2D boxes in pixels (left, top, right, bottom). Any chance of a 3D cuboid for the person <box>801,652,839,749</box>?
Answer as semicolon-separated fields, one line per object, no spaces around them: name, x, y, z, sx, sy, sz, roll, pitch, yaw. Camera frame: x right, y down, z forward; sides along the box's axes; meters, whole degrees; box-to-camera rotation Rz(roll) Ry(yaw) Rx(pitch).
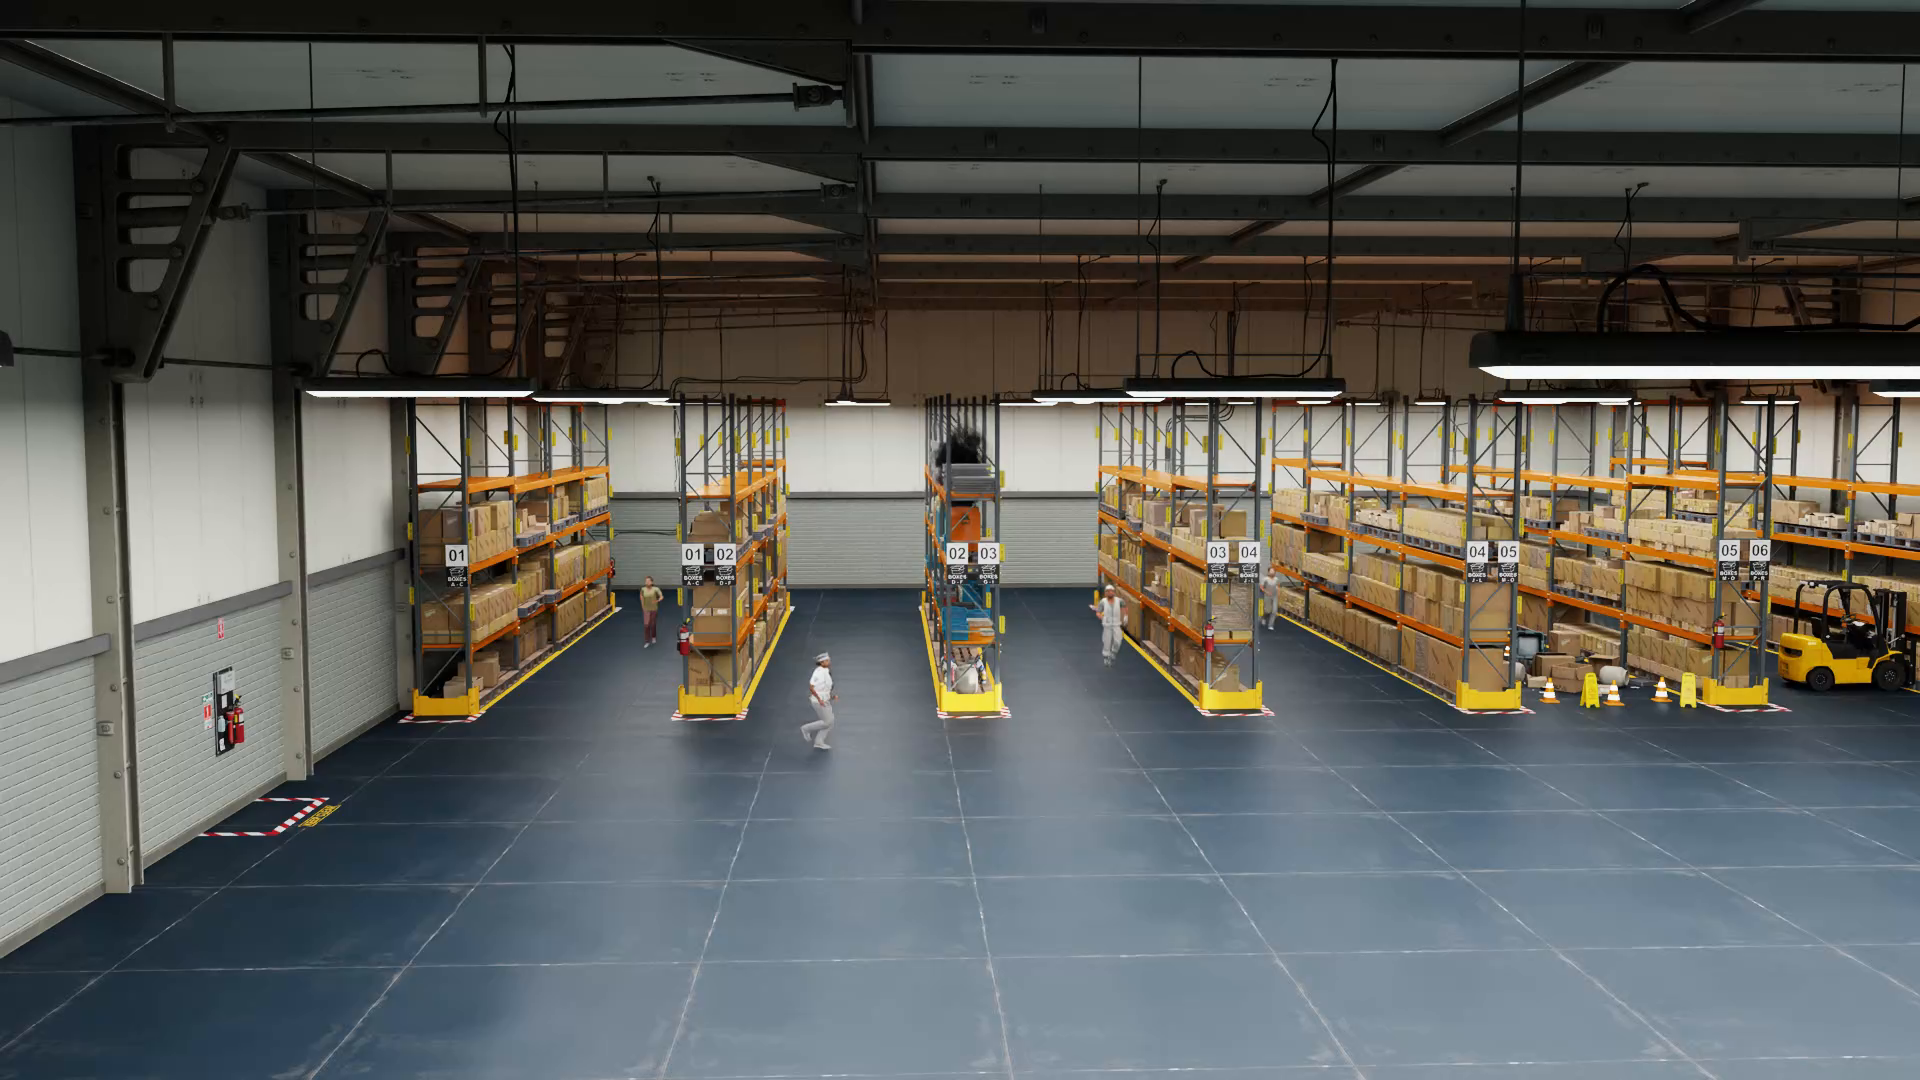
person;-2.363;2.699;28.010;0.593;1.646;0.558;1;5;13

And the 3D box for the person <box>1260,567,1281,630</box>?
person;8.047;1.504;43.102;0.563;1.628;0.639;-1;5;-11

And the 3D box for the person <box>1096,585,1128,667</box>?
person;3.181;1.809;34.666;0.687;1.751;0.746;0;5;0

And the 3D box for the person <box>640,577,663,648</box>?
person;-7.442;1.733;40.153;0.584;1.731;0.735;0;5;-1
